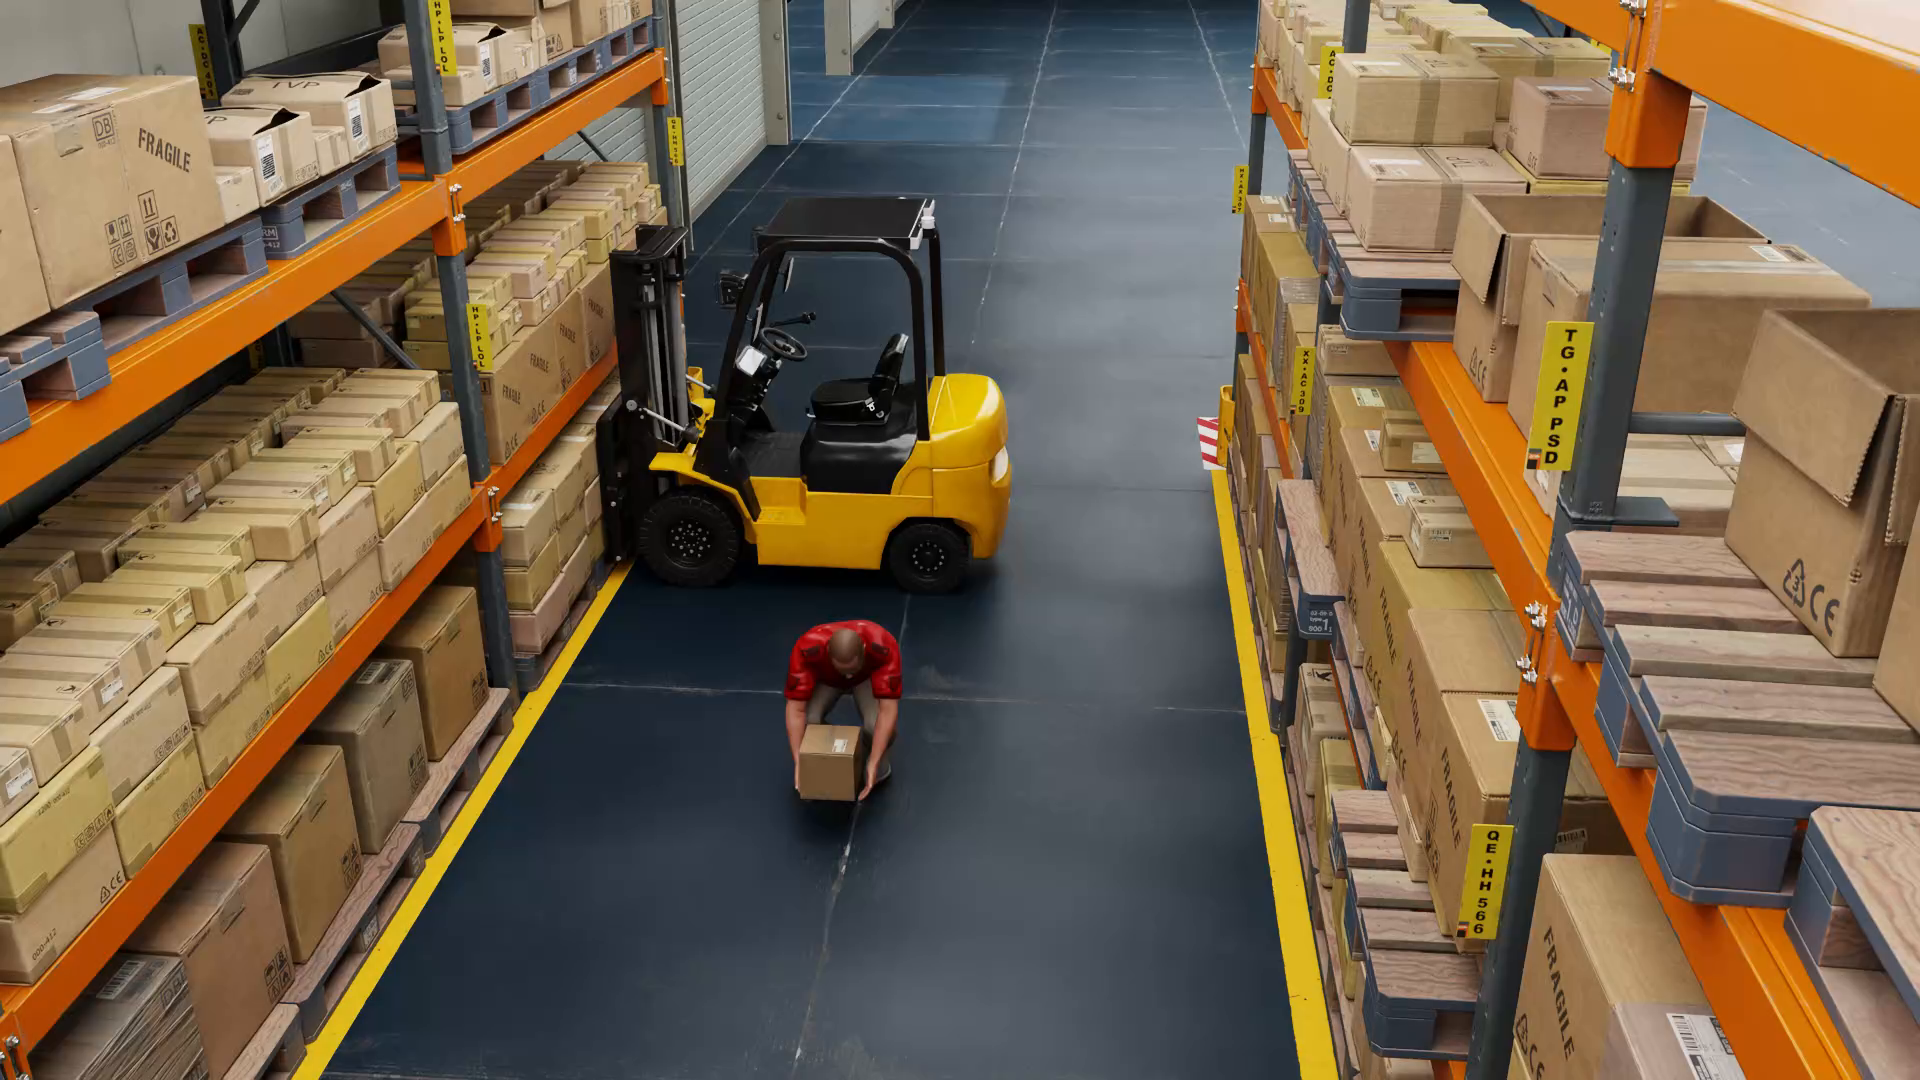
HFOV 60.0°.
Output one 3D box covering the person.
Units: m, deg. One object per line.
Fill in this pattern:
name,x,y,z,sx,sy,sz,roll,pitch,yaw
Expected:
person,-0.537,0.734,7.916,0.555,0.983,0.883,2,24,4
